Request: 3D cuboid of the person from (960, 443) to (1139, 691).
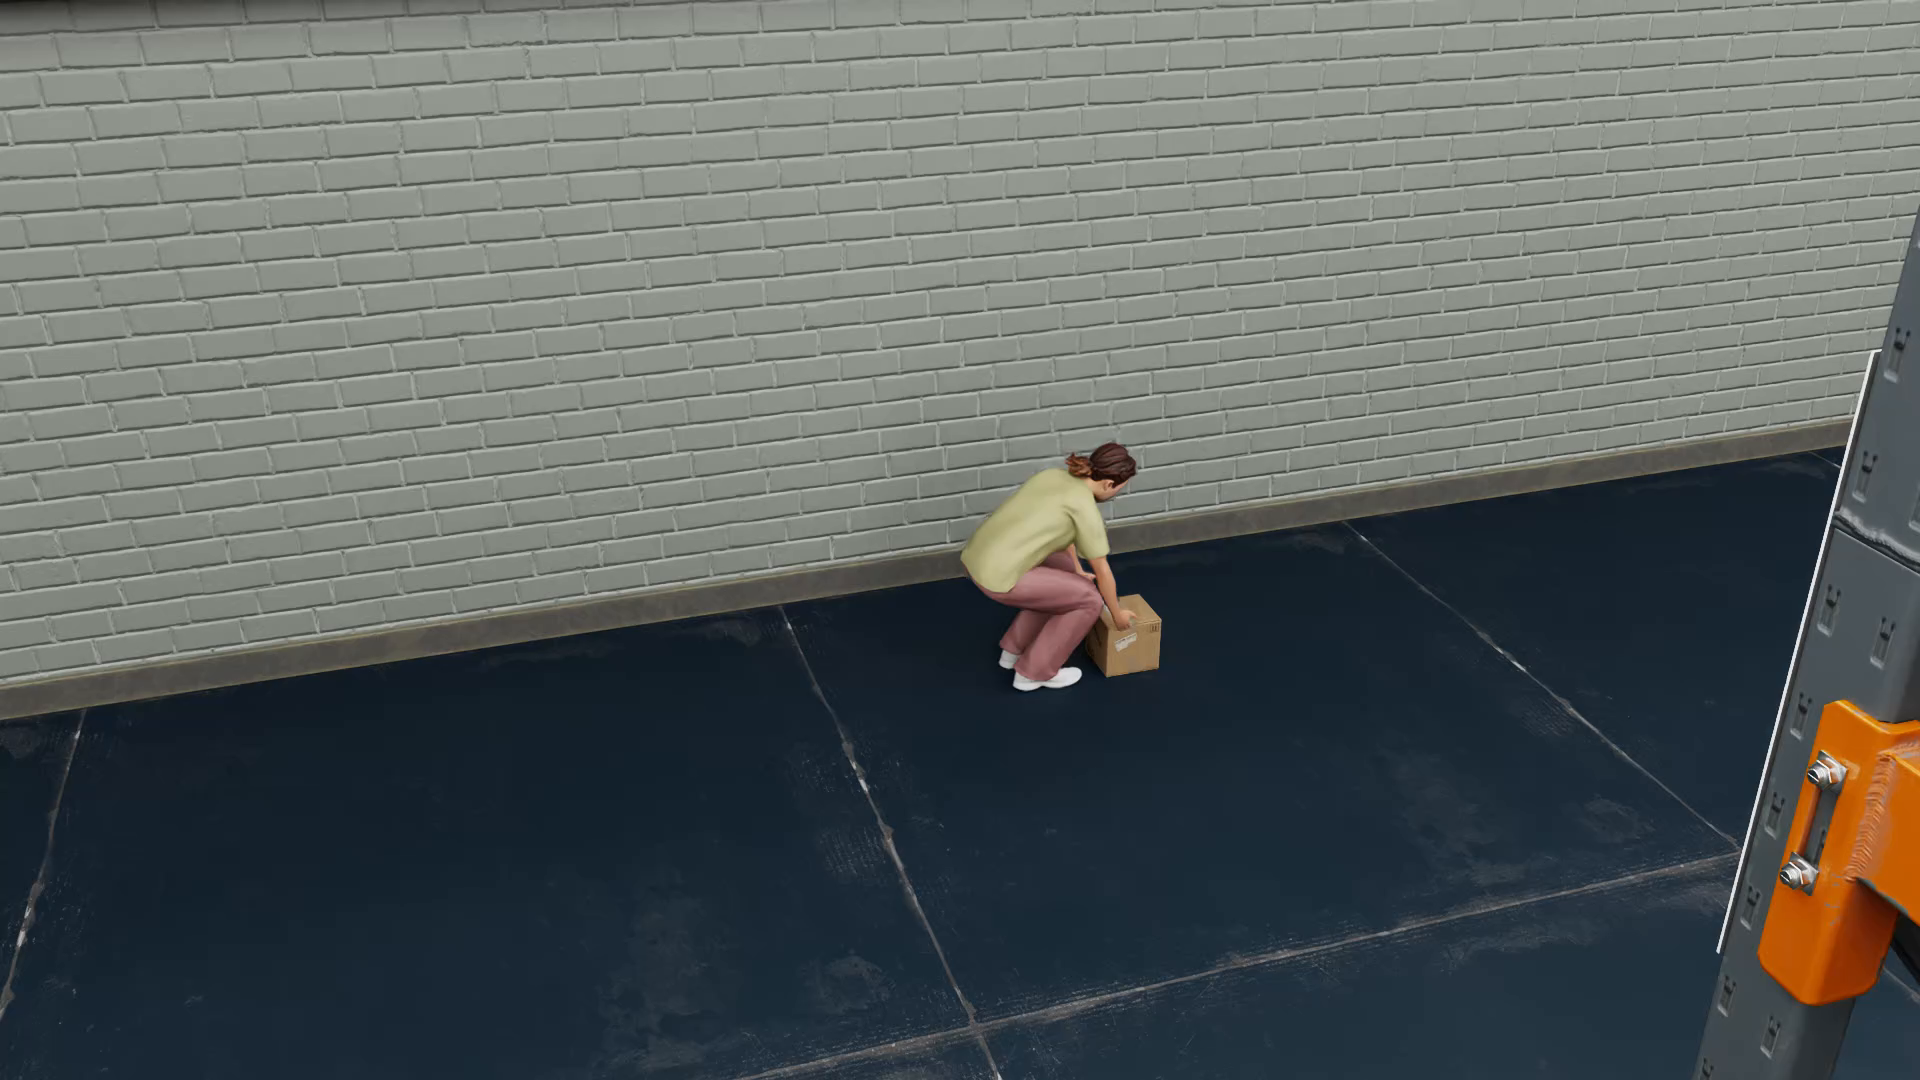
[{"bbox_3d":[0.380,0.105,7.141,0.776,1.023,0.491,-8,28,-16],"label":"person"}]
